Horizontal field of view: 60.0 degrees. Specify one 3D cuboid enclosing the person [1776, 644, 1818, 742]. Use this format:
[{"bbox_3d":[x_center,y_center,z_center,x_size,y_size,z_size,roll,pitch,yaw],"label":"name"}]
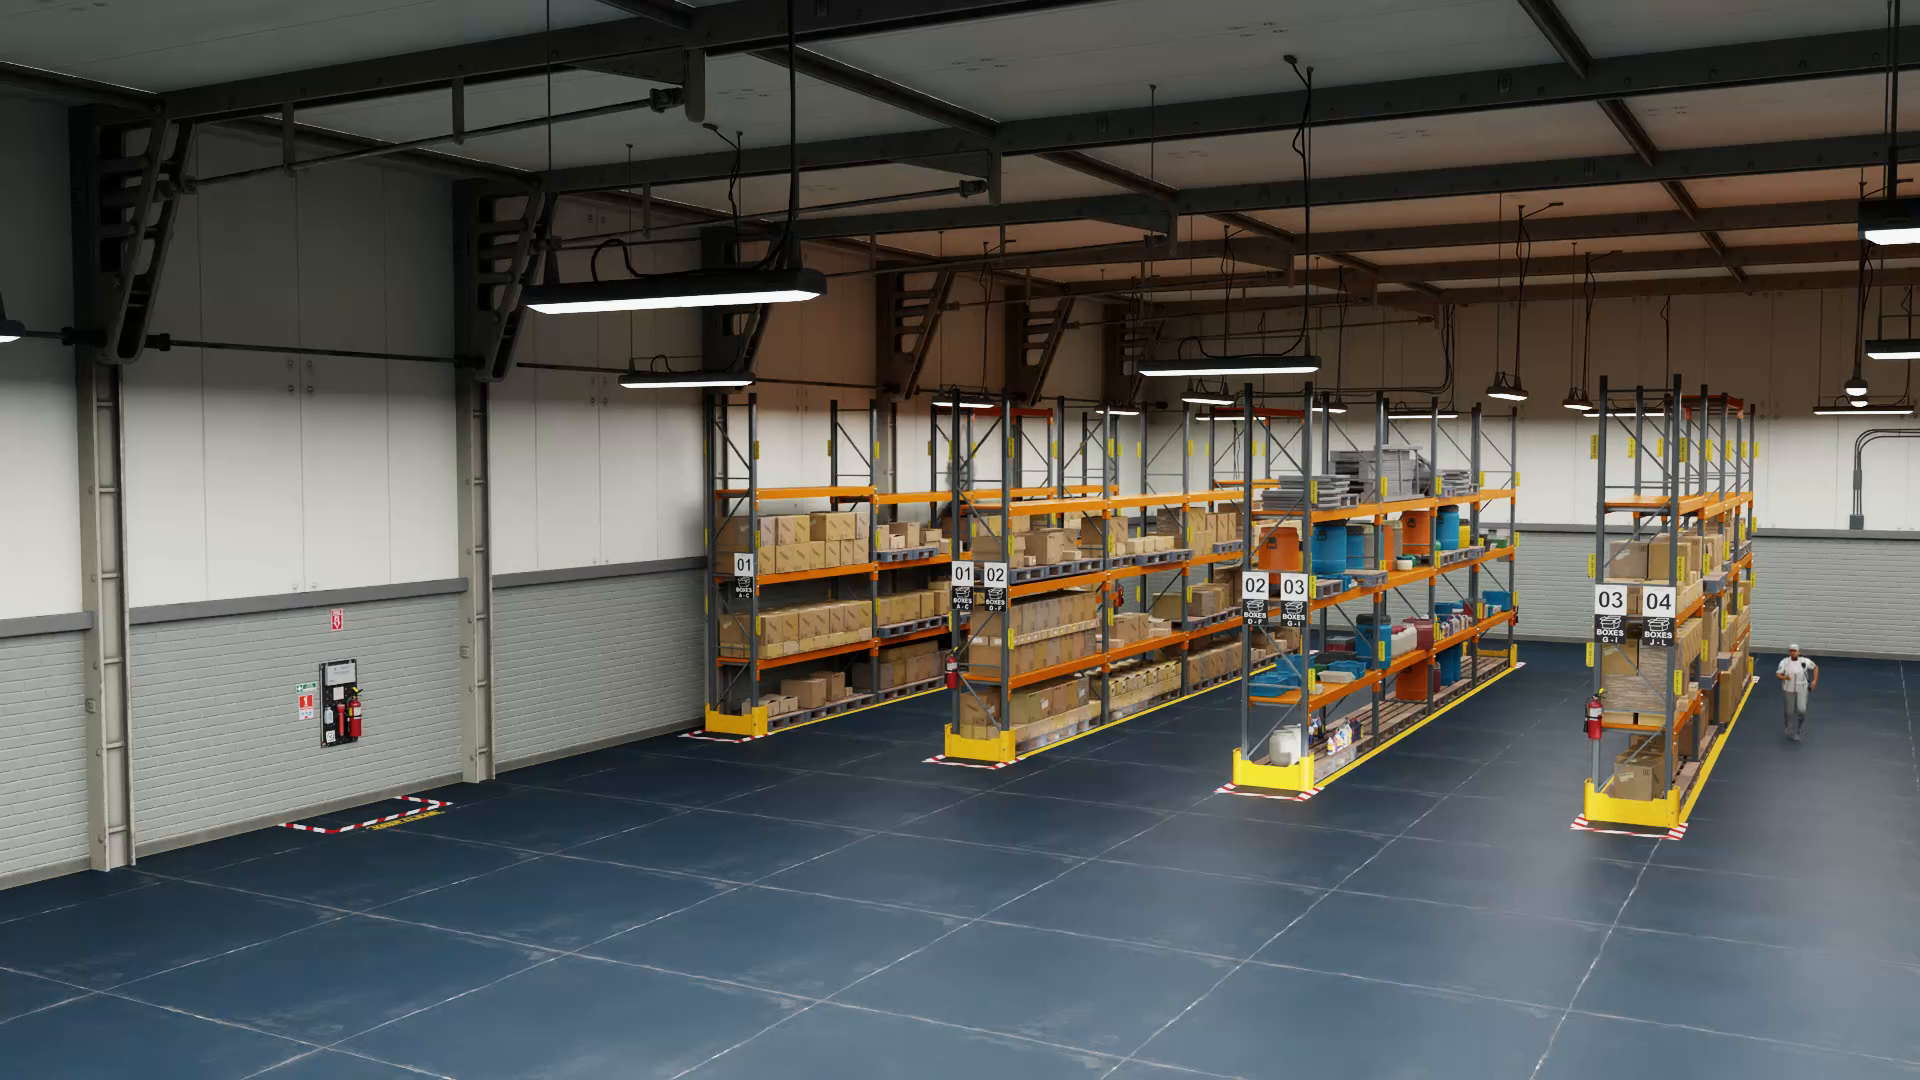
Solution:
[{"bbox_3d":[14.431,2.625,28.692,0.614,1.679,0.853,2,4,32],"label":"person"}]
